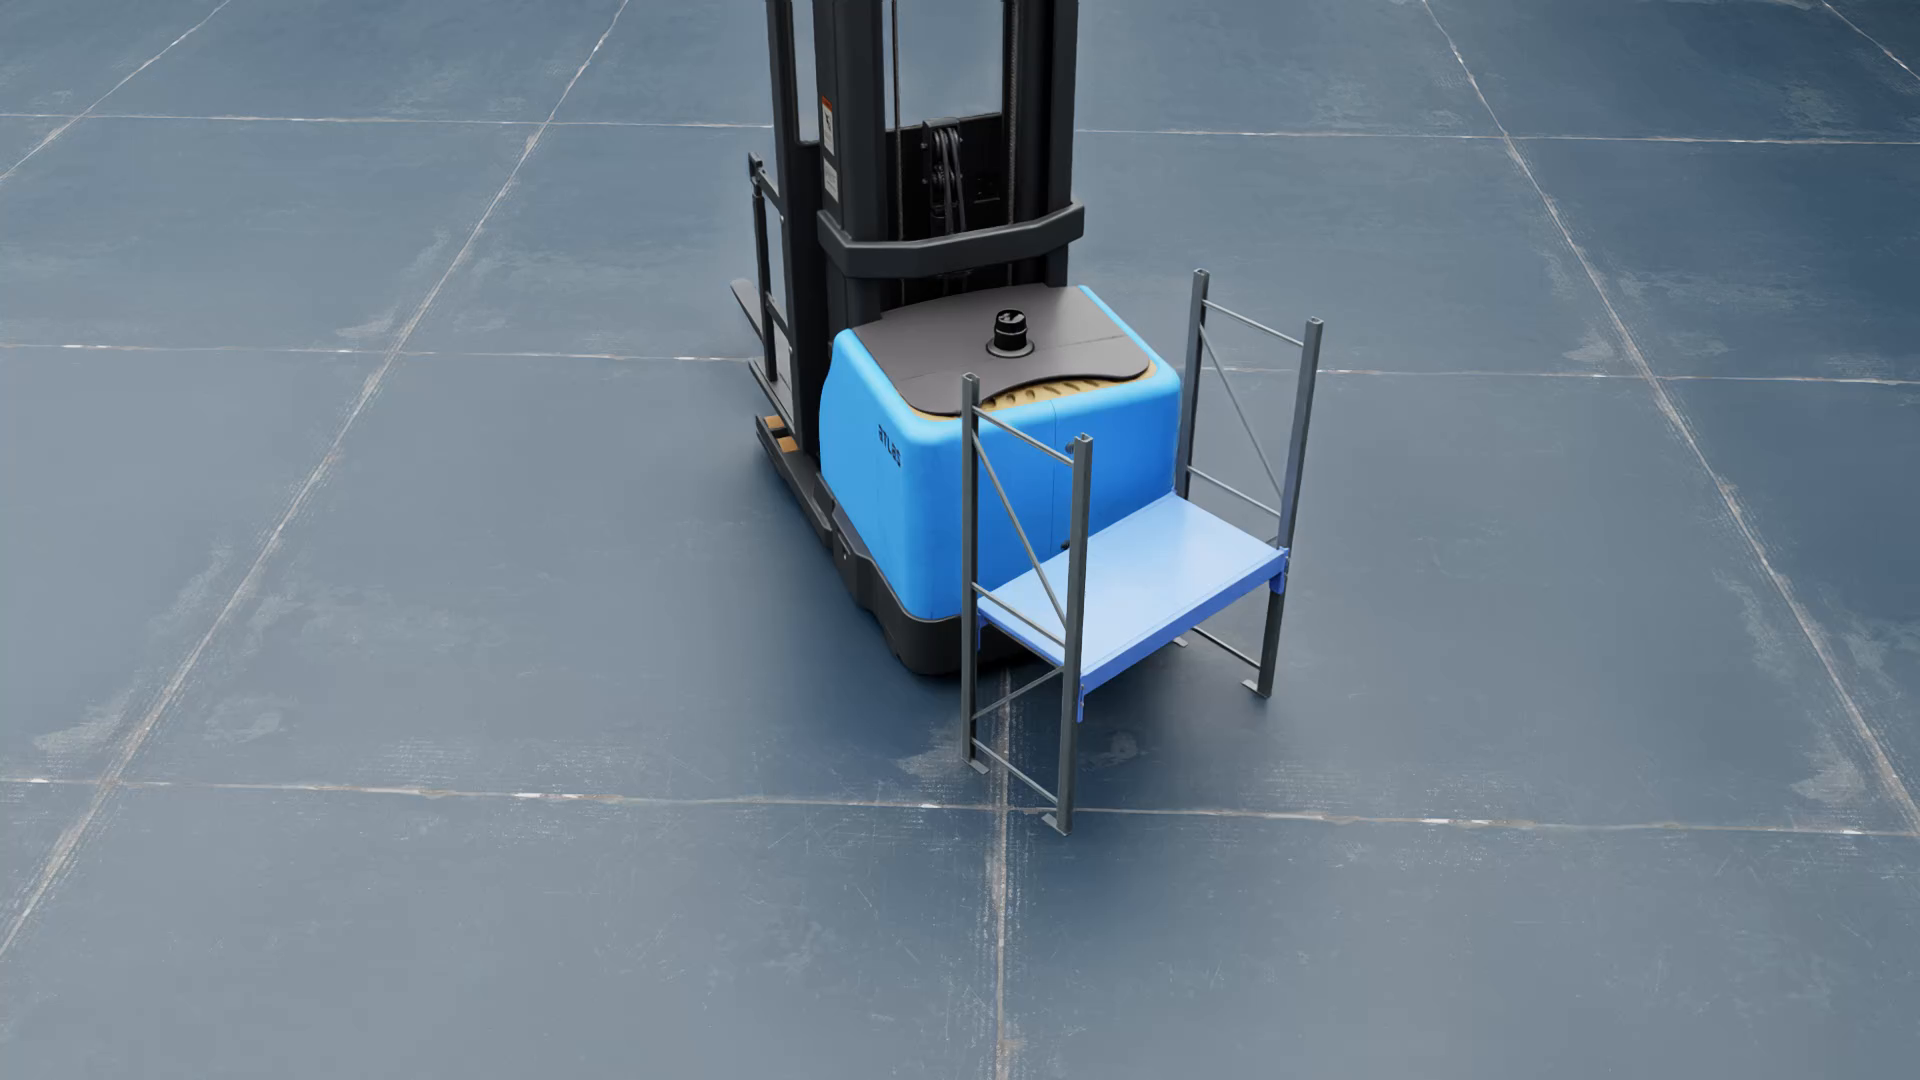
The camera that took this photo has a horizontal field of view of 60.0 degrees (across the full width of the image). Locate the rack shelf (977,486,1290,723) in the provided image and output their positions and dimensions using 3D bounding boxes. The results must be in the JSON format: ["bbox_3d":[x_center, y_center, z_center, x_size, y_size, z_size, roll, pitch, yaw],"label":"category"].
[{"bbox_3d":[0.560,0.187,5.492,1.000,0.185,0.538,-28,44,-33],"label":"rack shelf"}]

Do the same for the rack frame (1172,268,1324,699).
[{"bbox_3d":[0.935,-0.157,5.669,0.032,1.500,0.500,-28,44,-33],"label":"rack frame"}]

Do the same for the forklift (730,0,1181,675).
[{"bbox_3d":[-0.245,-1.560,6.420,1.130,2.935,3.031,-13,37,-18],"label":"forklift"}]

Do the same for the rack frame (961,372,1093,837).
[{"bbox_3d":[0.184,0.237,5.109,0.032,1.500,0.500,-28,44,-33],"label":"rack frame"}]

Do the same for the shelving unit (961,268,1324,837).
[{"bbox_3d":[0.560,0.040,5.389,1.048,1.500,0.538,-28,44,-33],"label":"shelving unit"}]
